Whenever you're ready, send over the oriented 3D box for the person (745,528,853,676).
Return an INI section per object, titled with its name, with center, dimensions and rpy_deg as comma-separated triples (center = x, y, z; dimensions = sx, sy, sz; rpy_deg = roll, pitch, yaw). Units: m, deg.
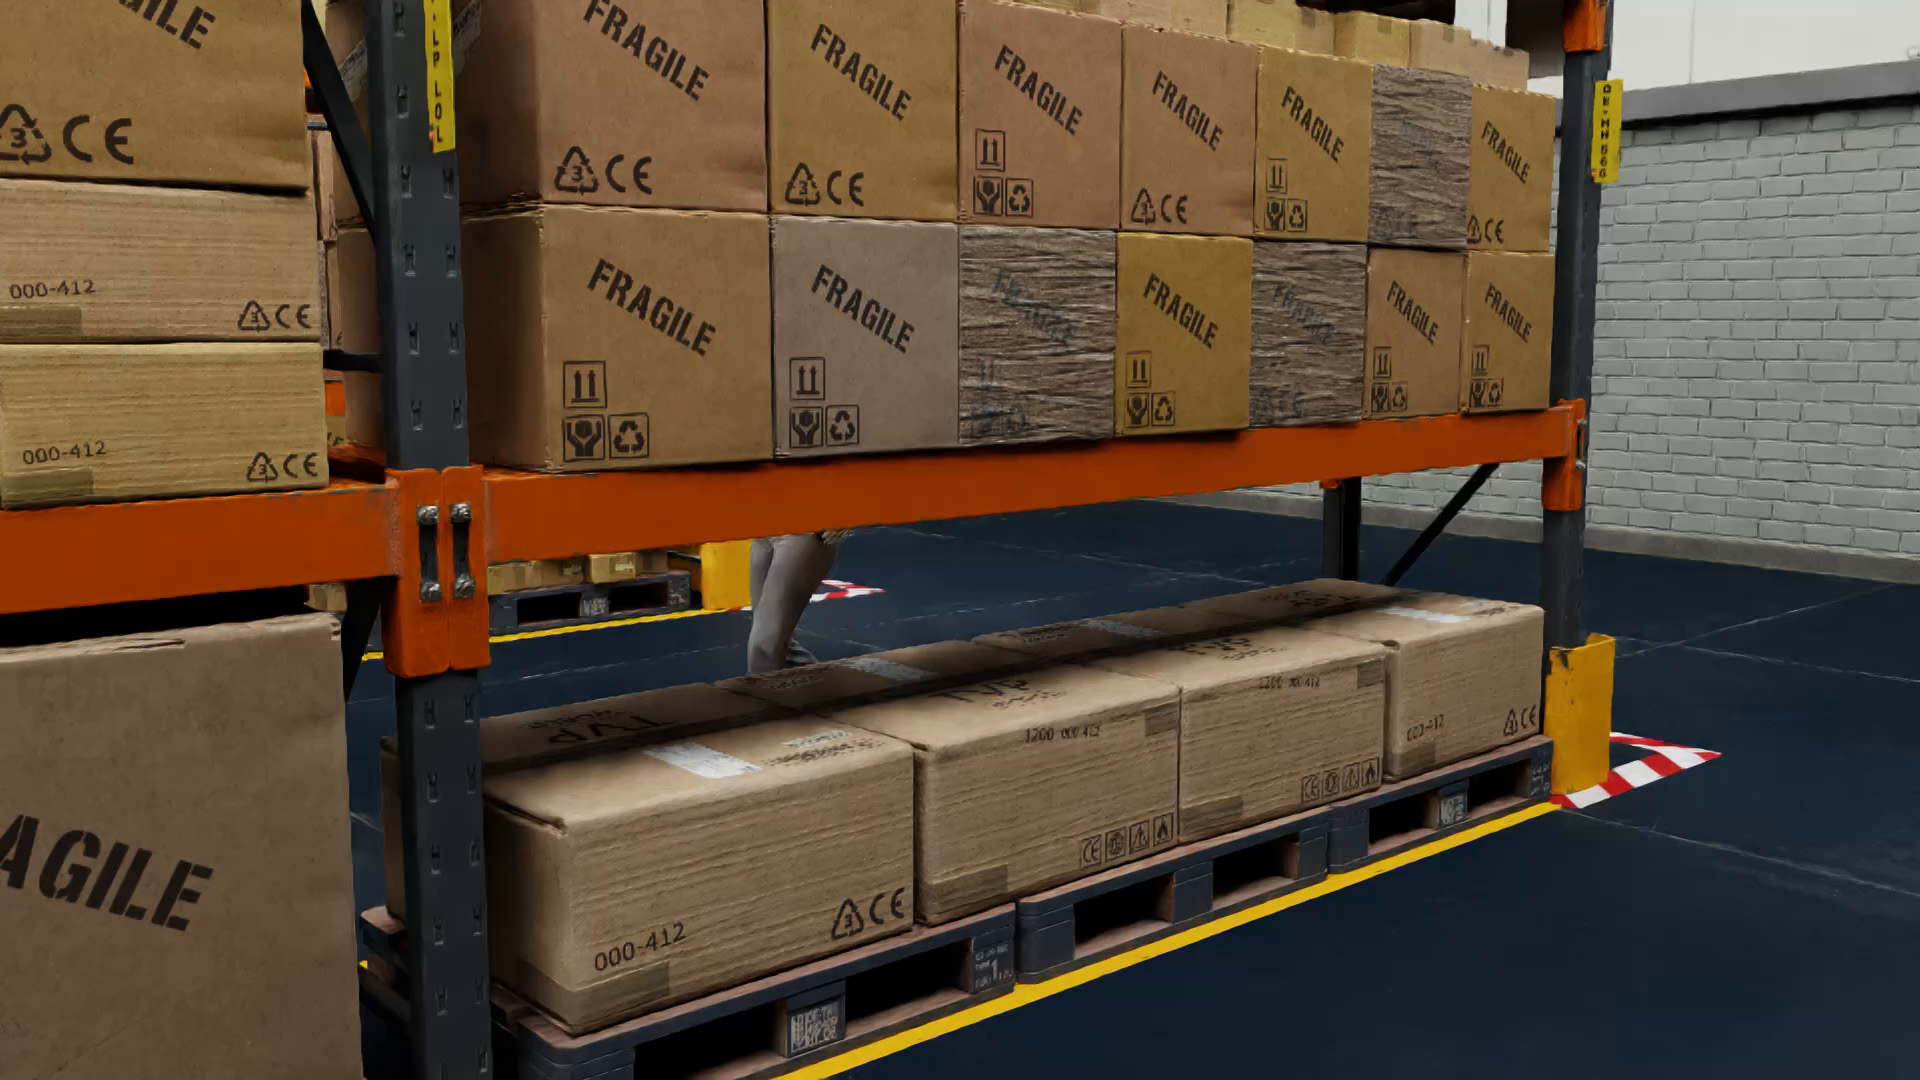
[person]
center = -0.651, -0.001, 5.686
dimensions = 0.781, 1.678, 0.578
rpy_deg = -6, 10, -38
